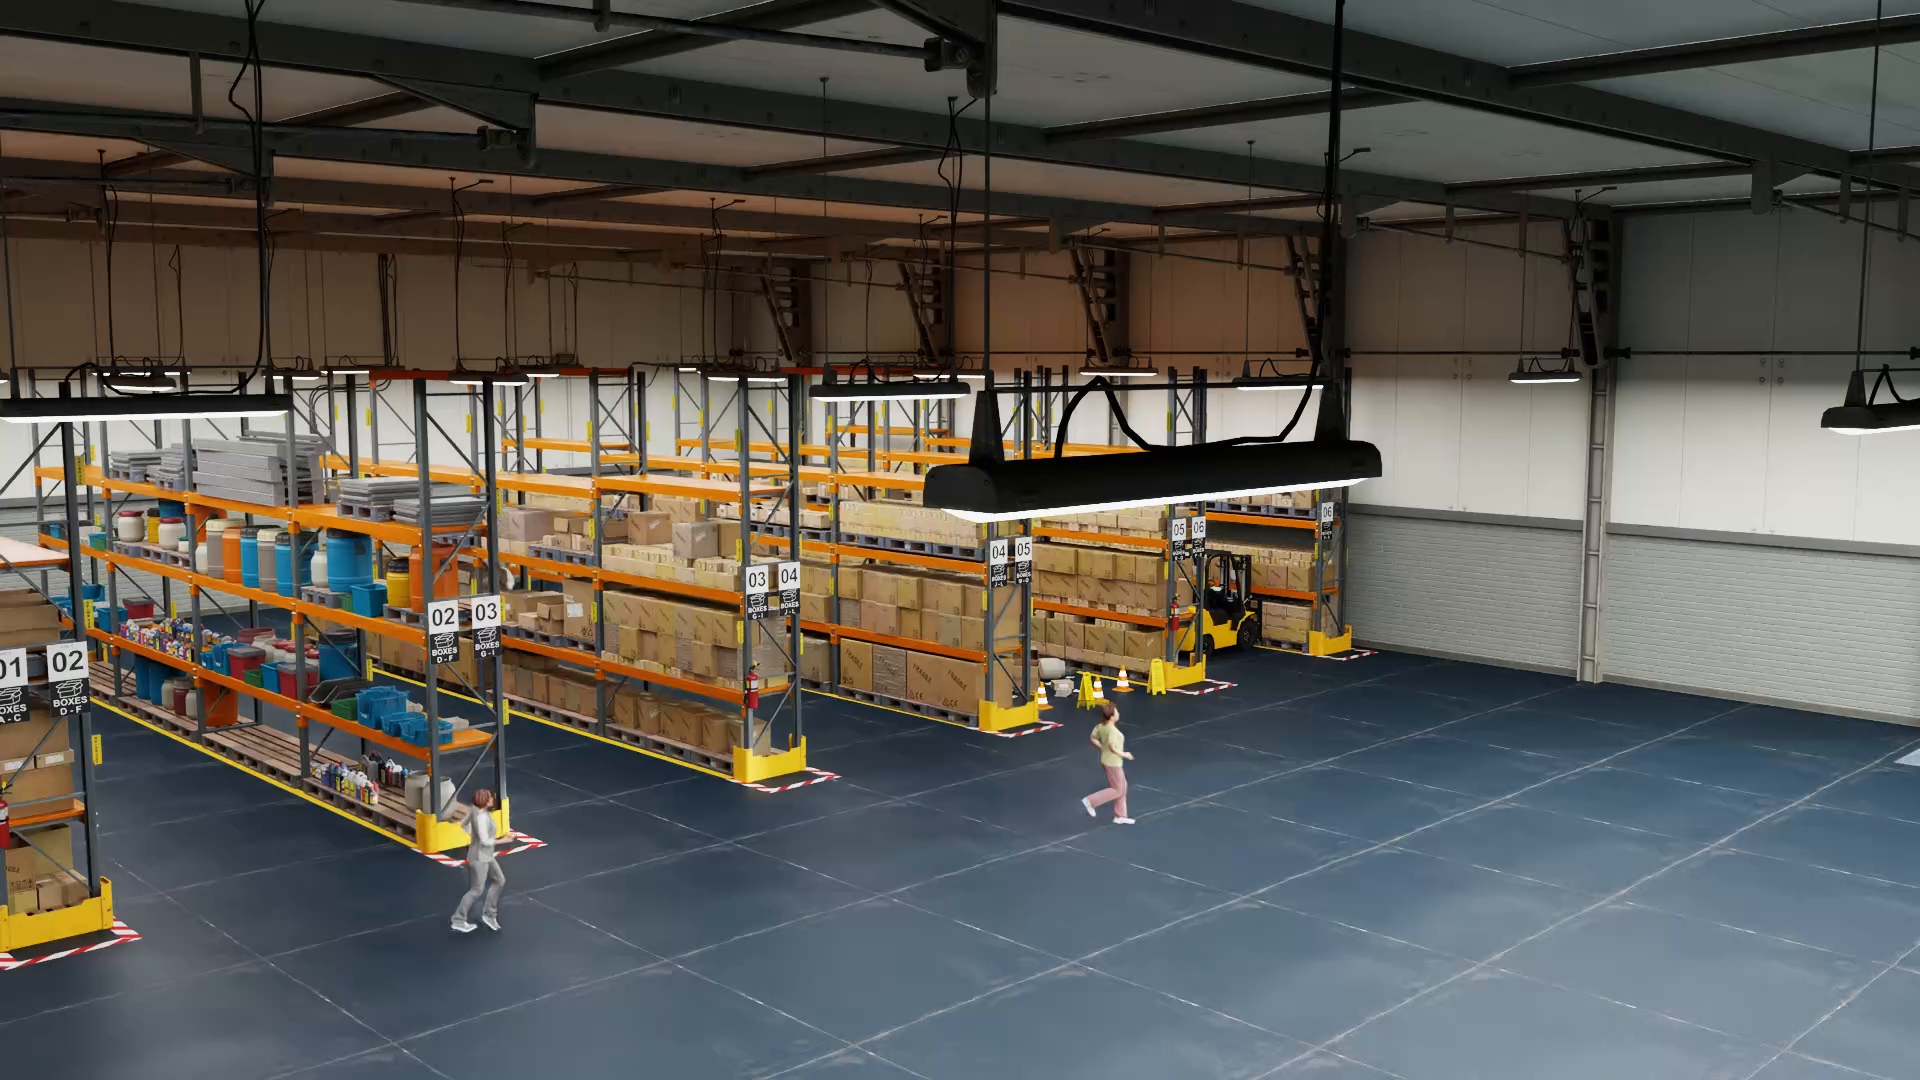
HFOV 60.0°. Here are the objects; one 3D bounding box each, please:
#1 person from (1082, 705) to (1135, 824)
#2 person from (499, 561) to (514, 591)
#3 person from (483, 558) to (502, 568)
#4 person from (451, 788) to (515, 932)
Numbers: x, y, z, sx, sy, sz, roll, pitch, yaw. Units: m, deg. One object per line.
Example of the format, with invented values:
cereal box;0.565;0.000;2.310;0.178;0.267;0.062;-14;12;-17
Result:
person;1.977;3.018;22.268;0.791;1.654;0.579;-2;7;-18
person;-10.231;1.265;36.926;0.708;1.765;0.950;-4;8;-34
person;-11.384;0.998;40.226;0.615;1.599;0.783;5;8;37
person;-5.206;3.511;18.129;0.689;1.656;0.560;-2;7;-15
